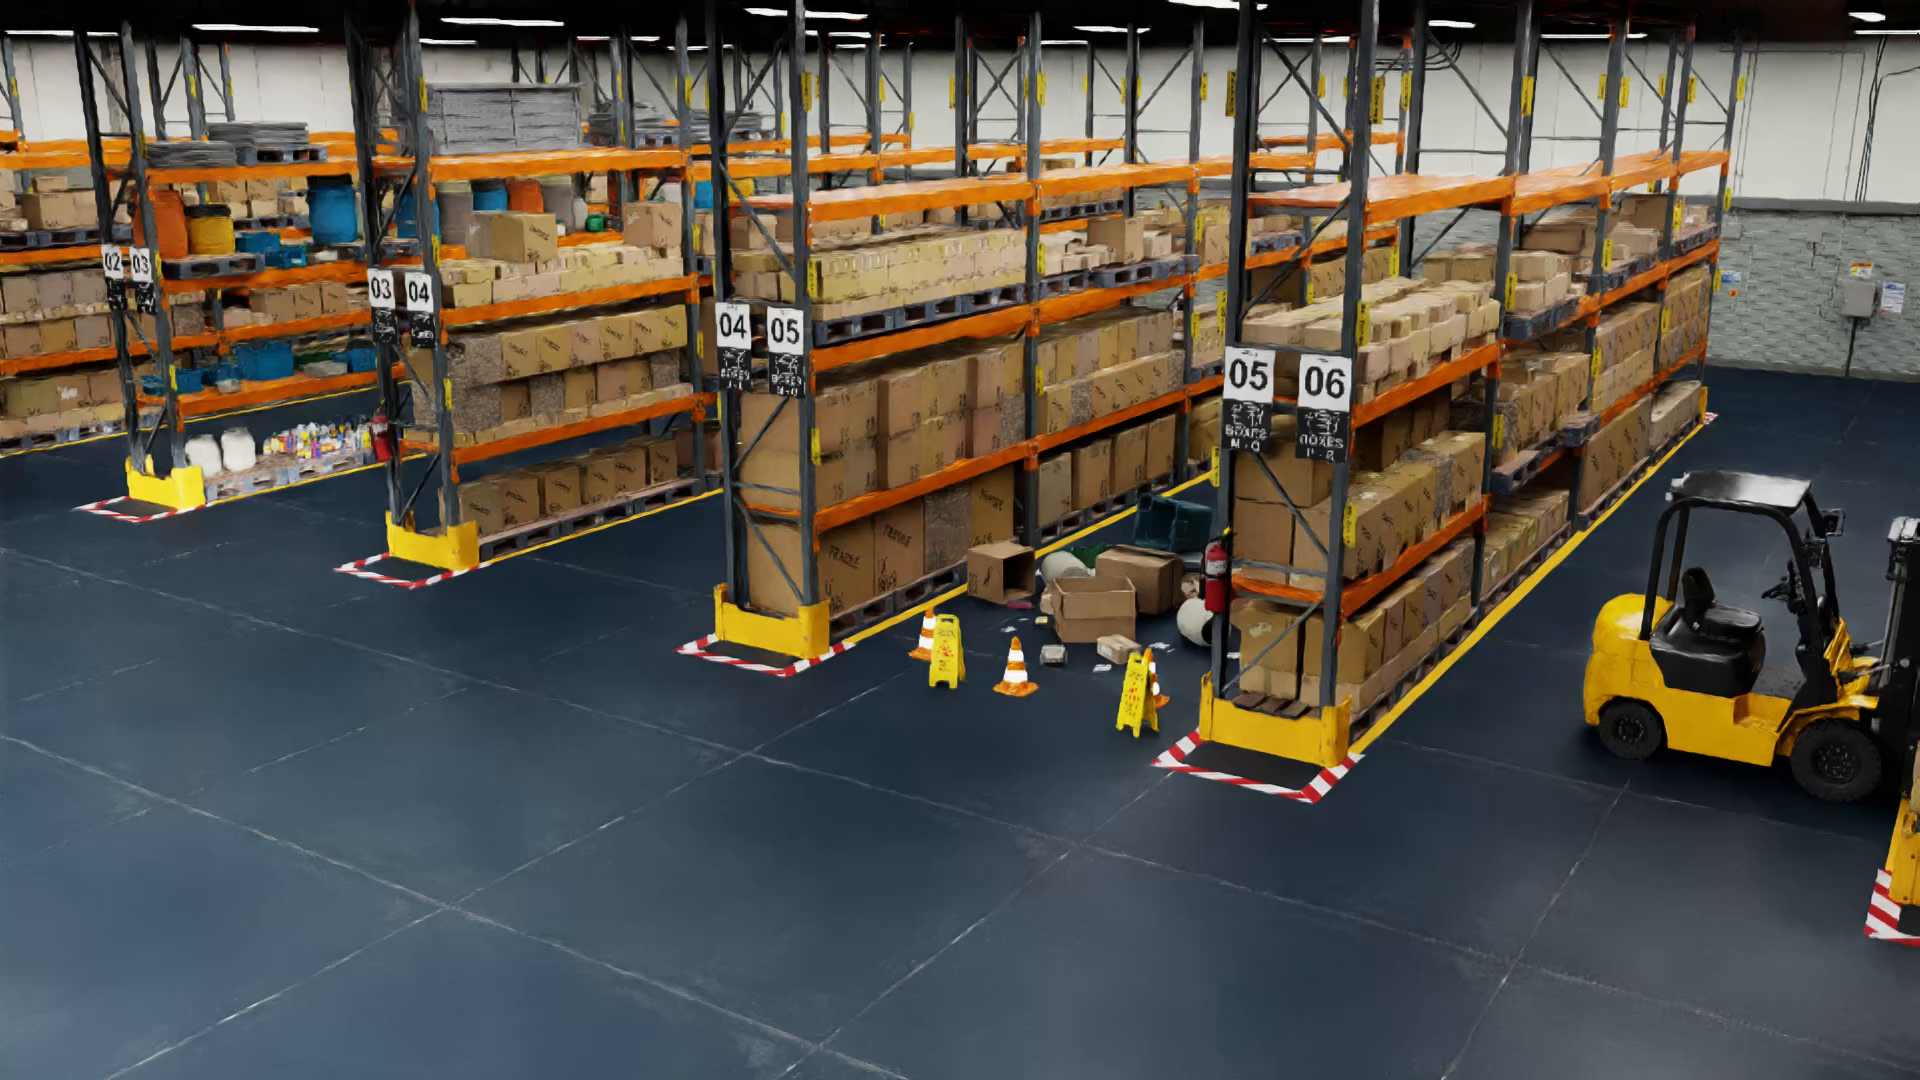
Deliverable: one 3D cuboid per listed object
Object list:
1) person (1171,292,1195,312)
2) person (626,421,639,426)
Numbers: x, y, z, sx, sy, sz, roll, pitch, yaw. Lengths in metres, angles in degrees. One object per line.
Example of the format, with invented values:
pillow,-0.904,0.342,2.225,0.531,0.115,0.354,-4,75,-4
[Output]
person,3.753,-3.380,28.141,0.566,1.706,1.122,10,19,33
person,-5.195,-2.523,25.329,0.592,1.604,0.518,9,18,29
